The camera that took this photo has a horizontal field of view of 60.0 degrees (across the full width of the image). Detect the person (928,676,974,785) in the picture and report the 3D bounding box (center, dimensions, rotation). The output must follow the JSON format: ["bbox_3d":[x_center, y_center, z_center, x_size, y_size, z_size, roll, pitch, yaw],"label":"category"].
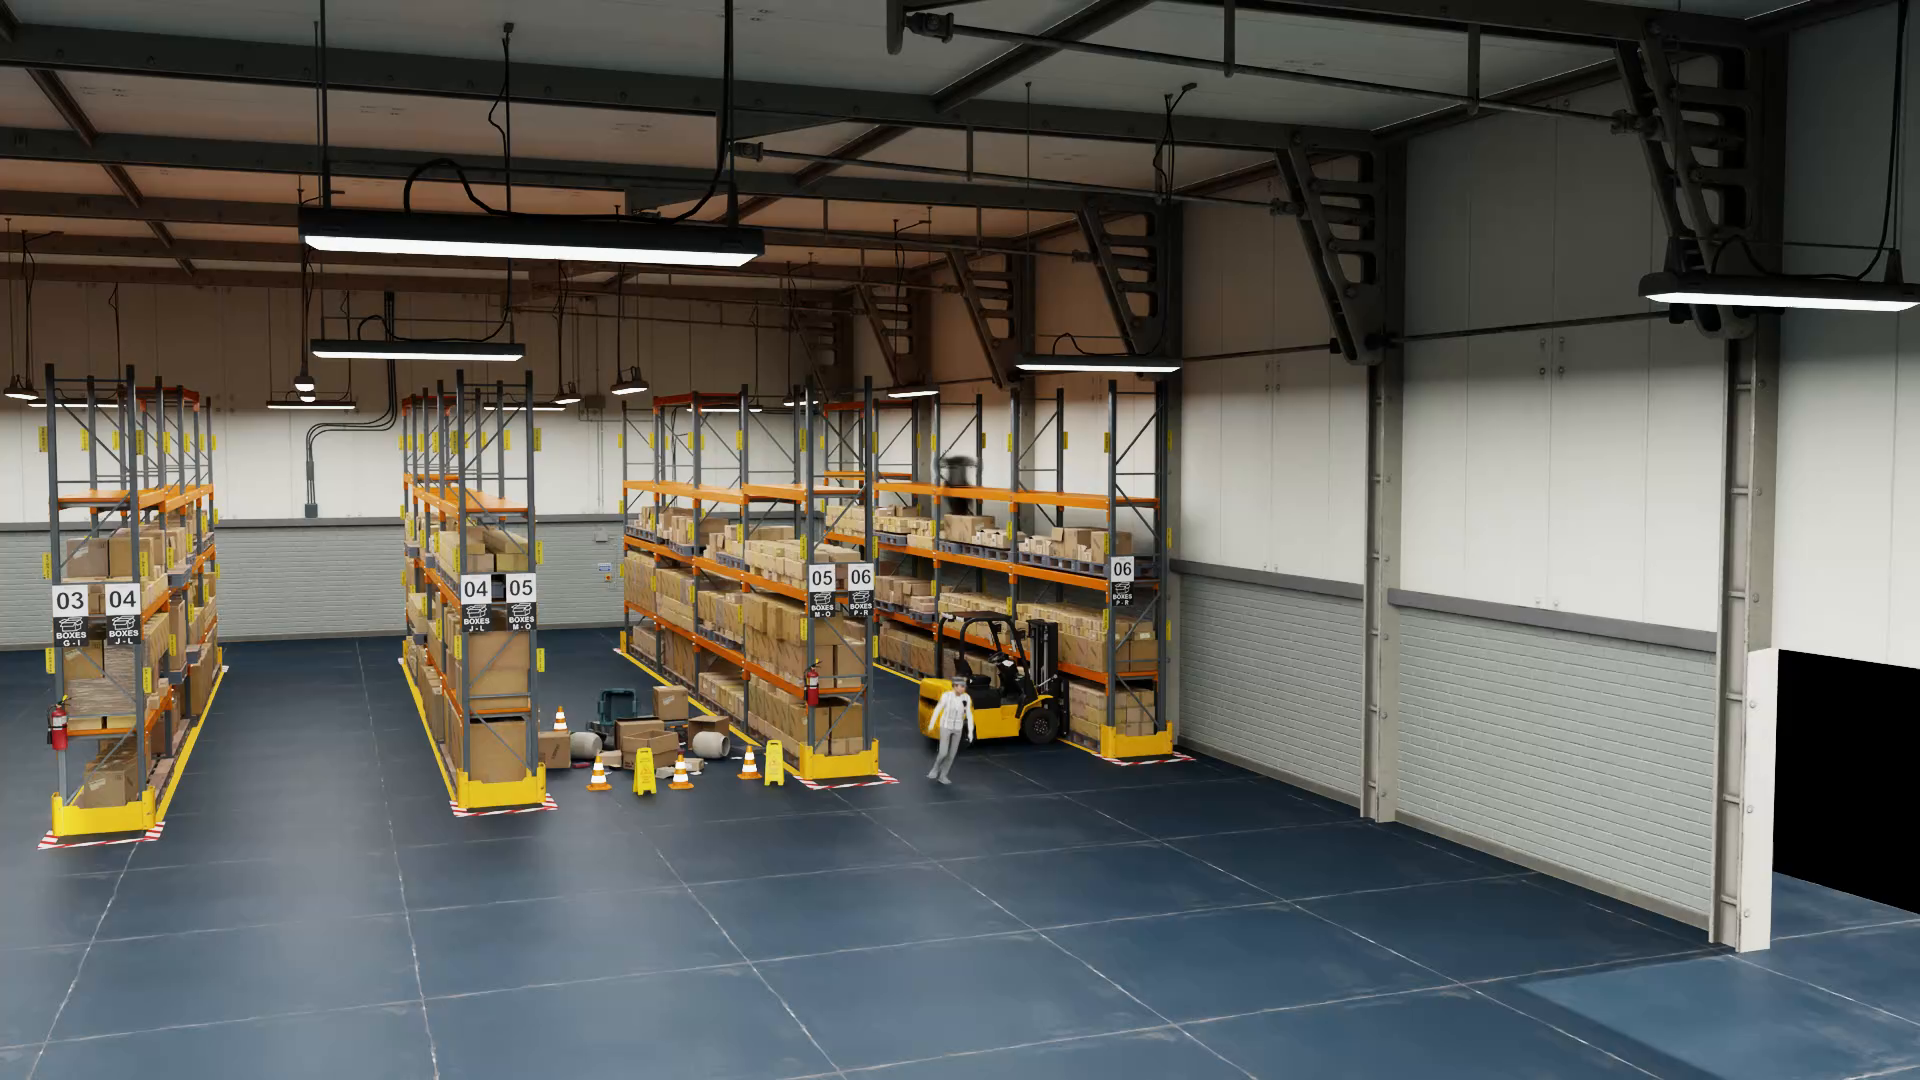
[{"bbox_3d":[-0.125,2.779,24.301,0.620,1.619,0.556,-1,4,-19],"label":"person"}]
